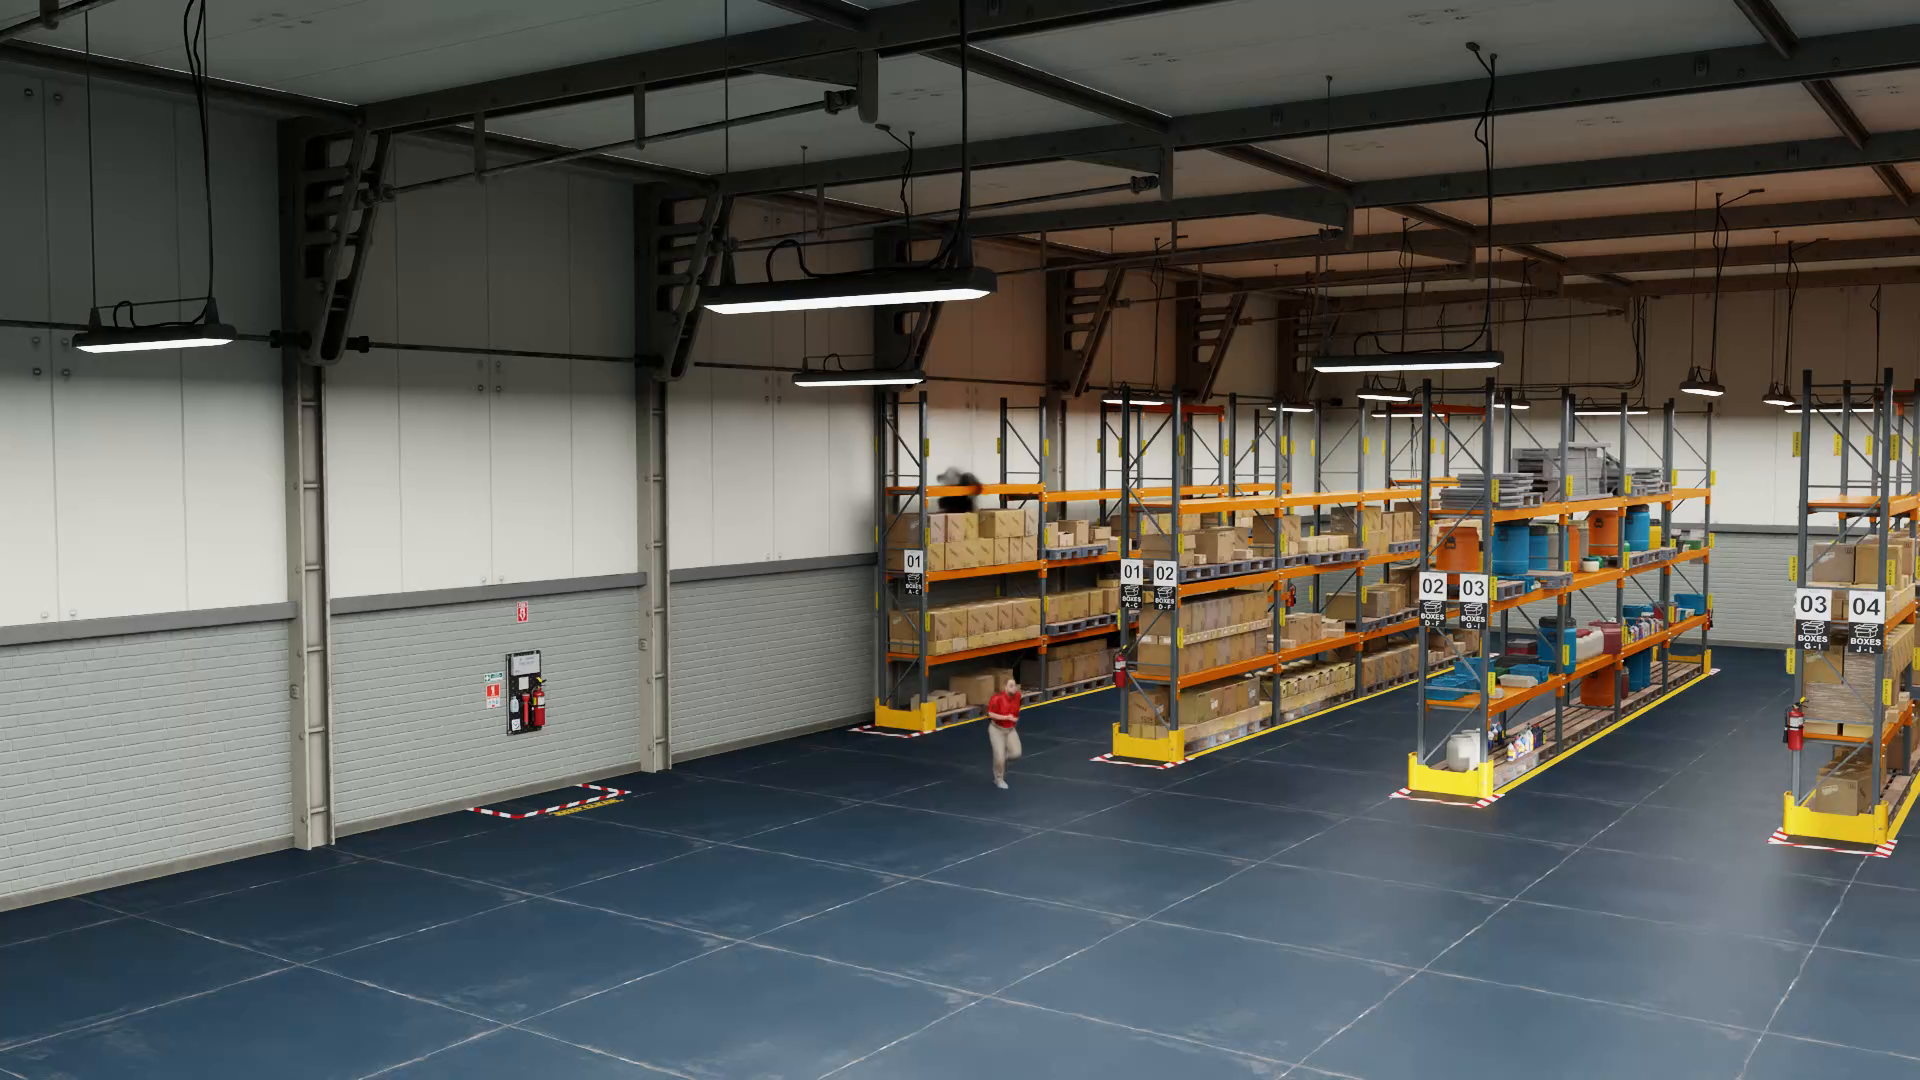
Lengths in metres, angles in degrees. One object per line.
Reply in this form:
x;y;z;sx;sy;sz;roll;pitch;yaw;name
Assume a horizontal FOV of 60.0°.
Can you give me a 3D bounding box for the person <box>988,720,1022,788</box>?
0.636;3.140;24.449;0.414;1.047;0.556;-2;4;-28;person
